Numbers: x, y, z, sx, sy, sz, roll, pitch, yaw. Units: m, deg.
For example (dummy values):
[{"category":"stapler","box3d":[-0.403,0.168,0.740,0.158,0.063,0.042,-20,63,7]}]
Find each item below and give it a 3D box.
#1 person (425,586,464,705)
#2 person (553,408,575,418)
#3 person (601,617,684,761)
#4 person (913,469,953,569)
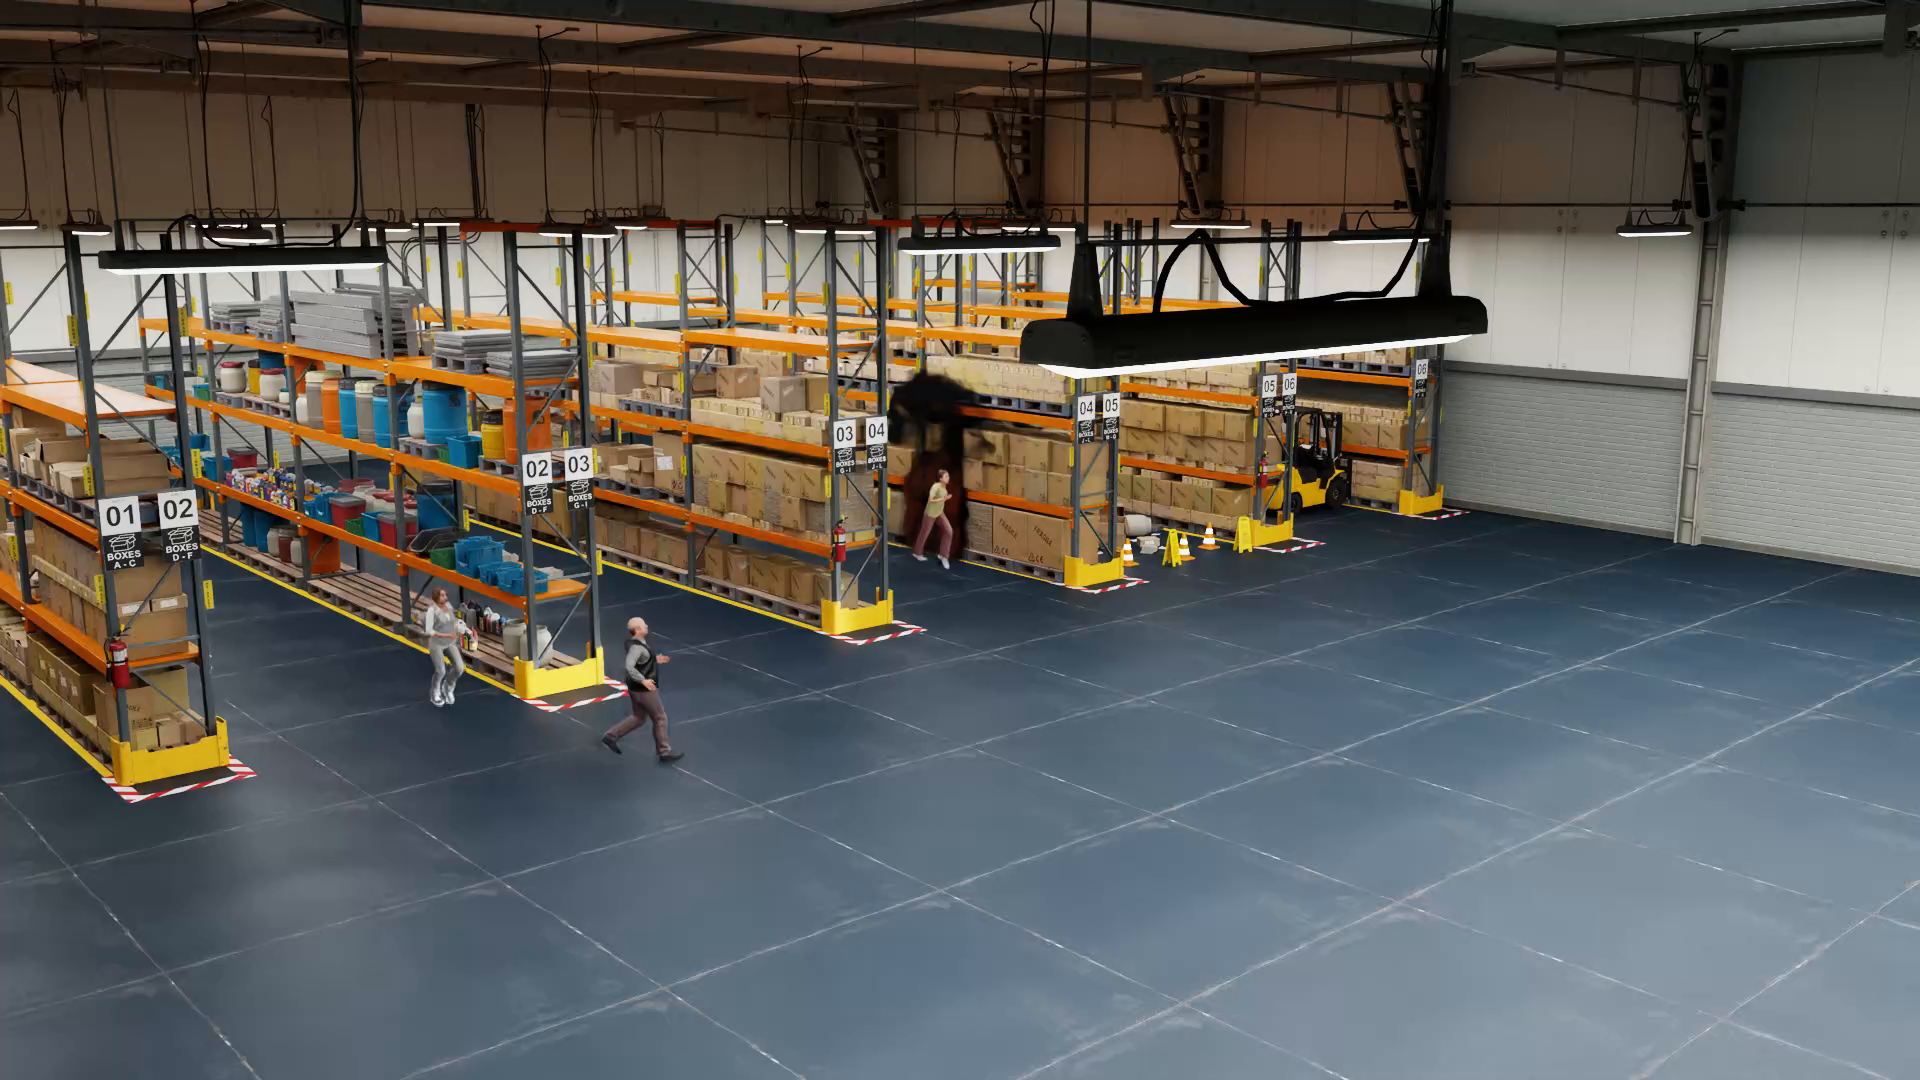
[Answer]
[{"category":"person","box3d":[-6.540,1.358,21.134,0.629,1.584,0.558,8,14,34]},{"category":"person","box3d":[-9.498,-2.449,39.671,0.759,1.703,0.741,2,12,8]},{"category":"person","box3d":[-3.650,1.712,19.025,0.935,1.699,0.665,-4,12,-20]},{"category":"person","box3d":[-0.458,-0.295,28.231,0.854,1.560,0.570,8,14,35]}]
